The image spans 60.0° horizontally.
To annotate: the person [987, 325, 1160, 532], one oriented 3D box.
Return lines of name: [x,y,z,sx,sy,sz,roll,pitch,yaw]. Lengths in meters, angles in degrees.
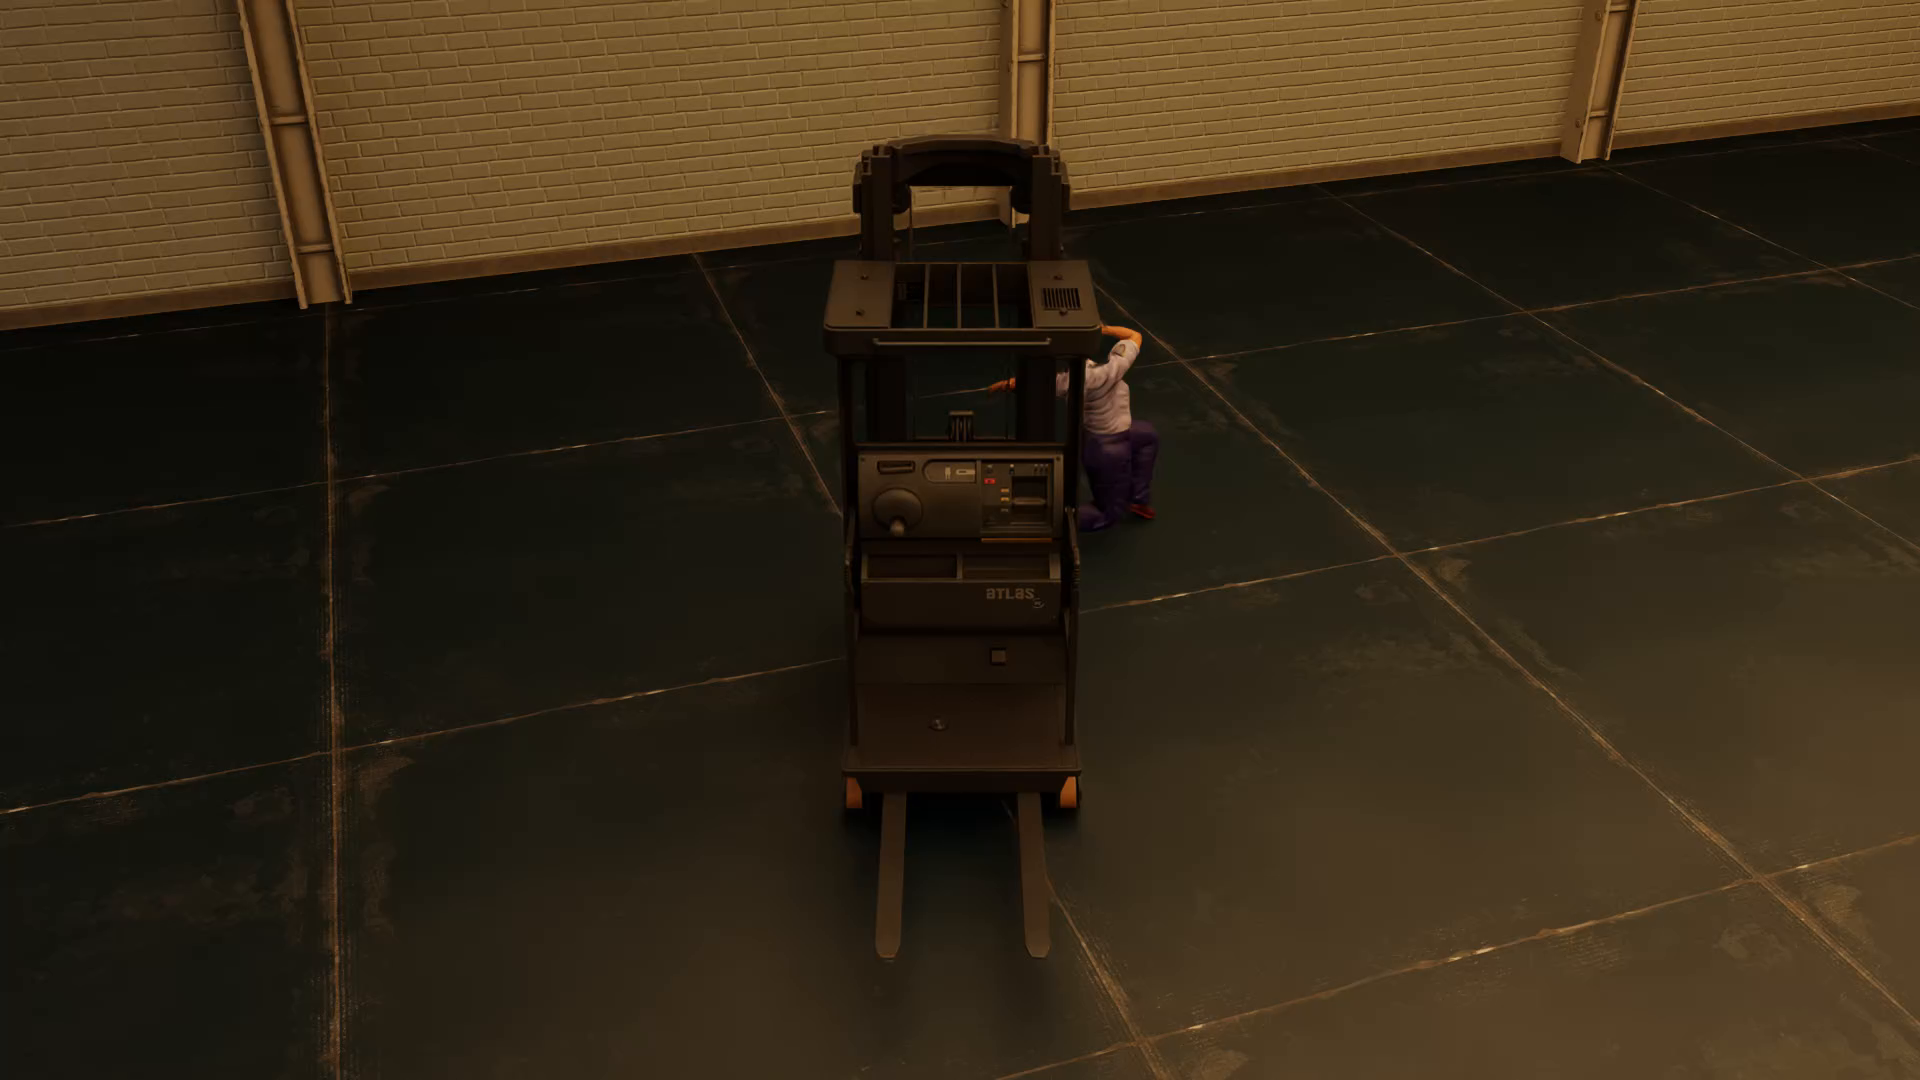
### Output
person: [0.710,-0.711,9.913,0.929,1.373,0.912,-17,34,-27]

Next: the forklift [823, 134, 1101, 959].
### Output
forklift: [0.006,-0.158,7.361,1.130,2.935,3.031,0,30,0]
